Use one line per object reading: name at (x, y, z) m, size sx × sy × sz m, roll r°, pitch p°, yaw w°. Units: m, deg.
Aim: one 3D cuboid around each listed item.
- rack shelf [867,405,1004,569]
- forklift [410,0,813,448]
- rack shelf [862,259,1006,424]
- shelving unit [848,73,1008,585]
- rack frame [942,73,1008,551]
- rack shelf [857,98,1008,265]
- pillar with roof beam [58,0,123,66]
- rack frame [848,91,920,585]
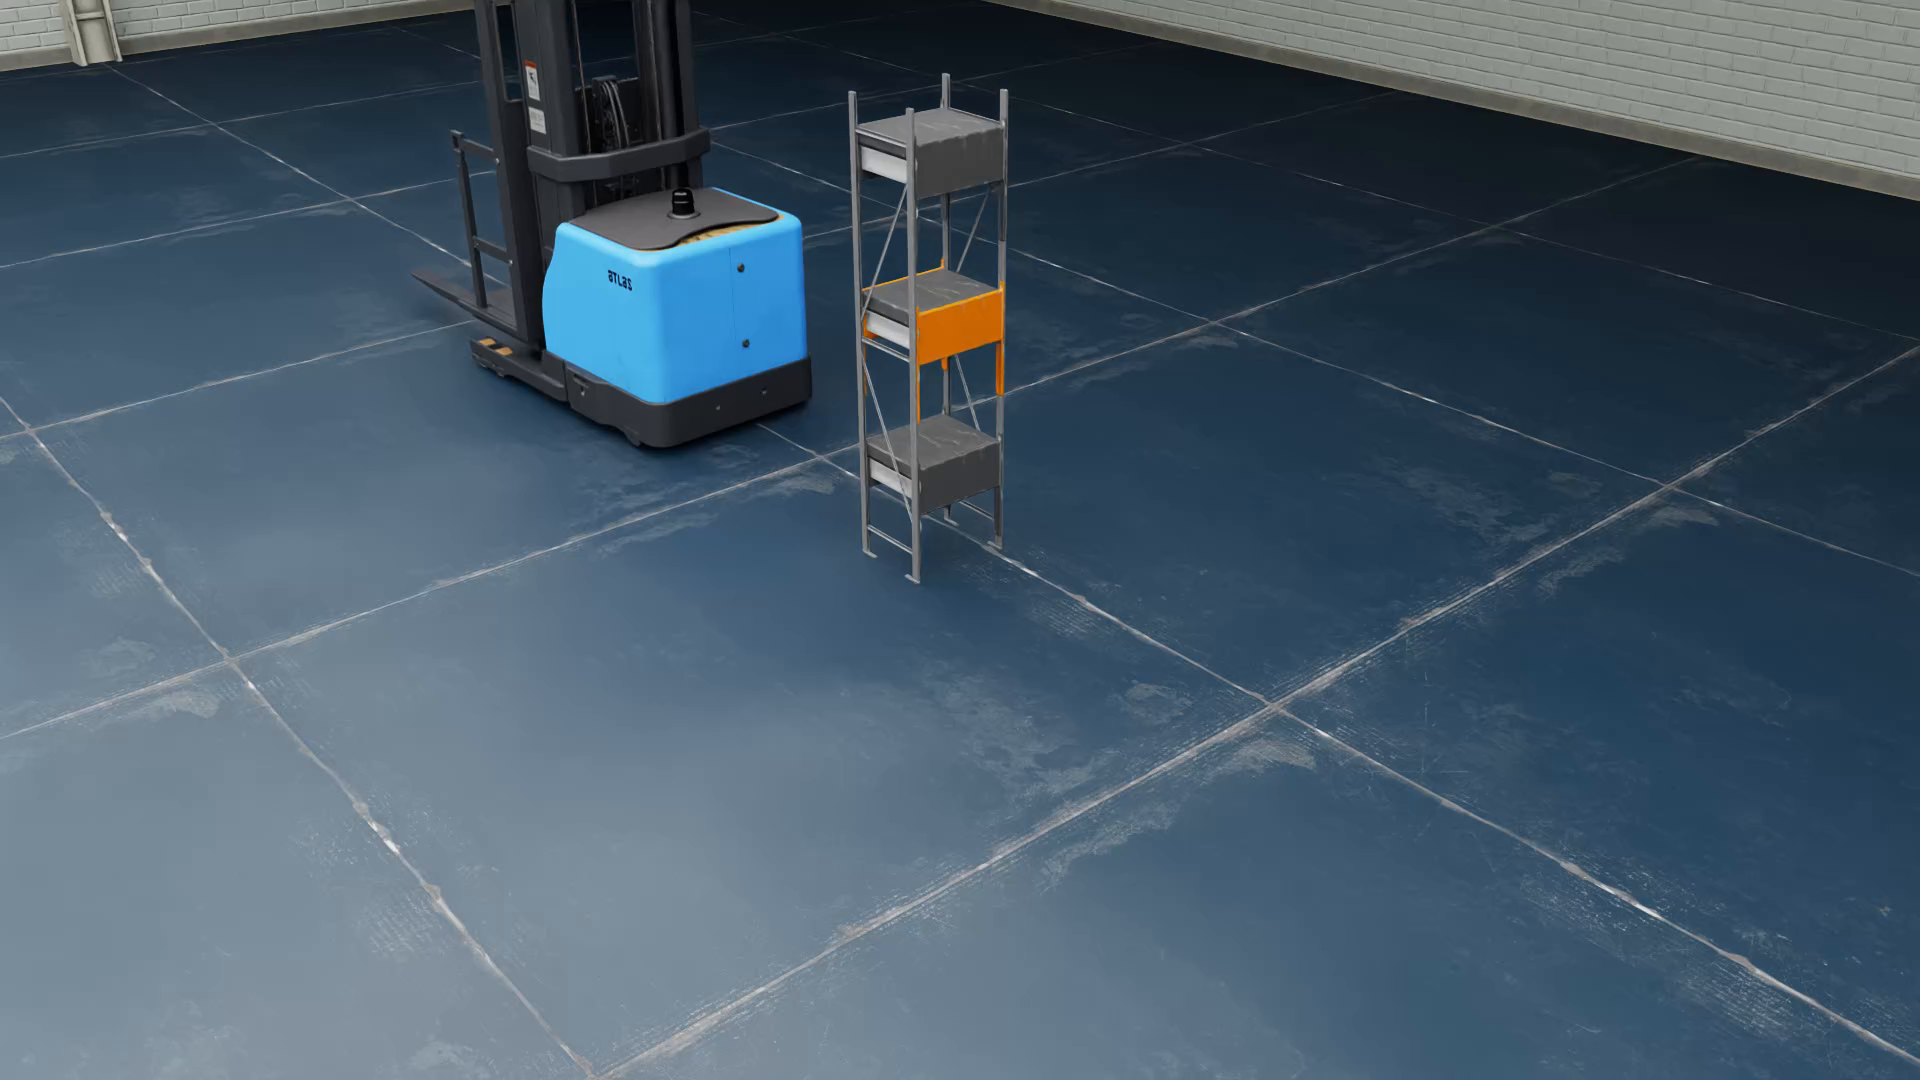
rack shelf at (-0.126, -0.246, 7.497) m, size 0.480 × 0.518 × 0.431 m, roll -22°, pitch 35°, yaw -35°
forklift at (-2.178, -2.369, 9.073) m, size 1.130 × 2.935 × 3.031 m, roll -24°, pitch 36°, yaw -37°
rack shelf at (-0.126, -0.863, 7.167) m, size 0.480 × 0.518 × 0.431 m, roll -22°, pitch 35°, yaw -35°
shelving unit at (-0.126, -0.875, 7.160) m, size 0.503 × 2.100 × 0.431 m, roll -22°, pitch 35°, yaw -35°
rack frame at (0.060, -0.950, 7.300) m, size 0.015 × 2.100 × 0.400 m, roll -22°, pitch 35°, yaw -35°
rack shelf at (-0.126, -1.481, 6.837) m, size 0.480 × 0.518 × 0.431 m, roll -22°, pitch 35°, yaw -35°
pillar with roof beam at (-5.920, -7.266, 11.800) m, size 0.400 × 9.000 × 9.100 m, roll -22°, pitch 35°, yaw -35°
rack frame at (-0.312, -0.801, 7.021) m, size 0.015 × 2.100 × 0.400 m, roll -22°, pitch 35°, yaw -35°
